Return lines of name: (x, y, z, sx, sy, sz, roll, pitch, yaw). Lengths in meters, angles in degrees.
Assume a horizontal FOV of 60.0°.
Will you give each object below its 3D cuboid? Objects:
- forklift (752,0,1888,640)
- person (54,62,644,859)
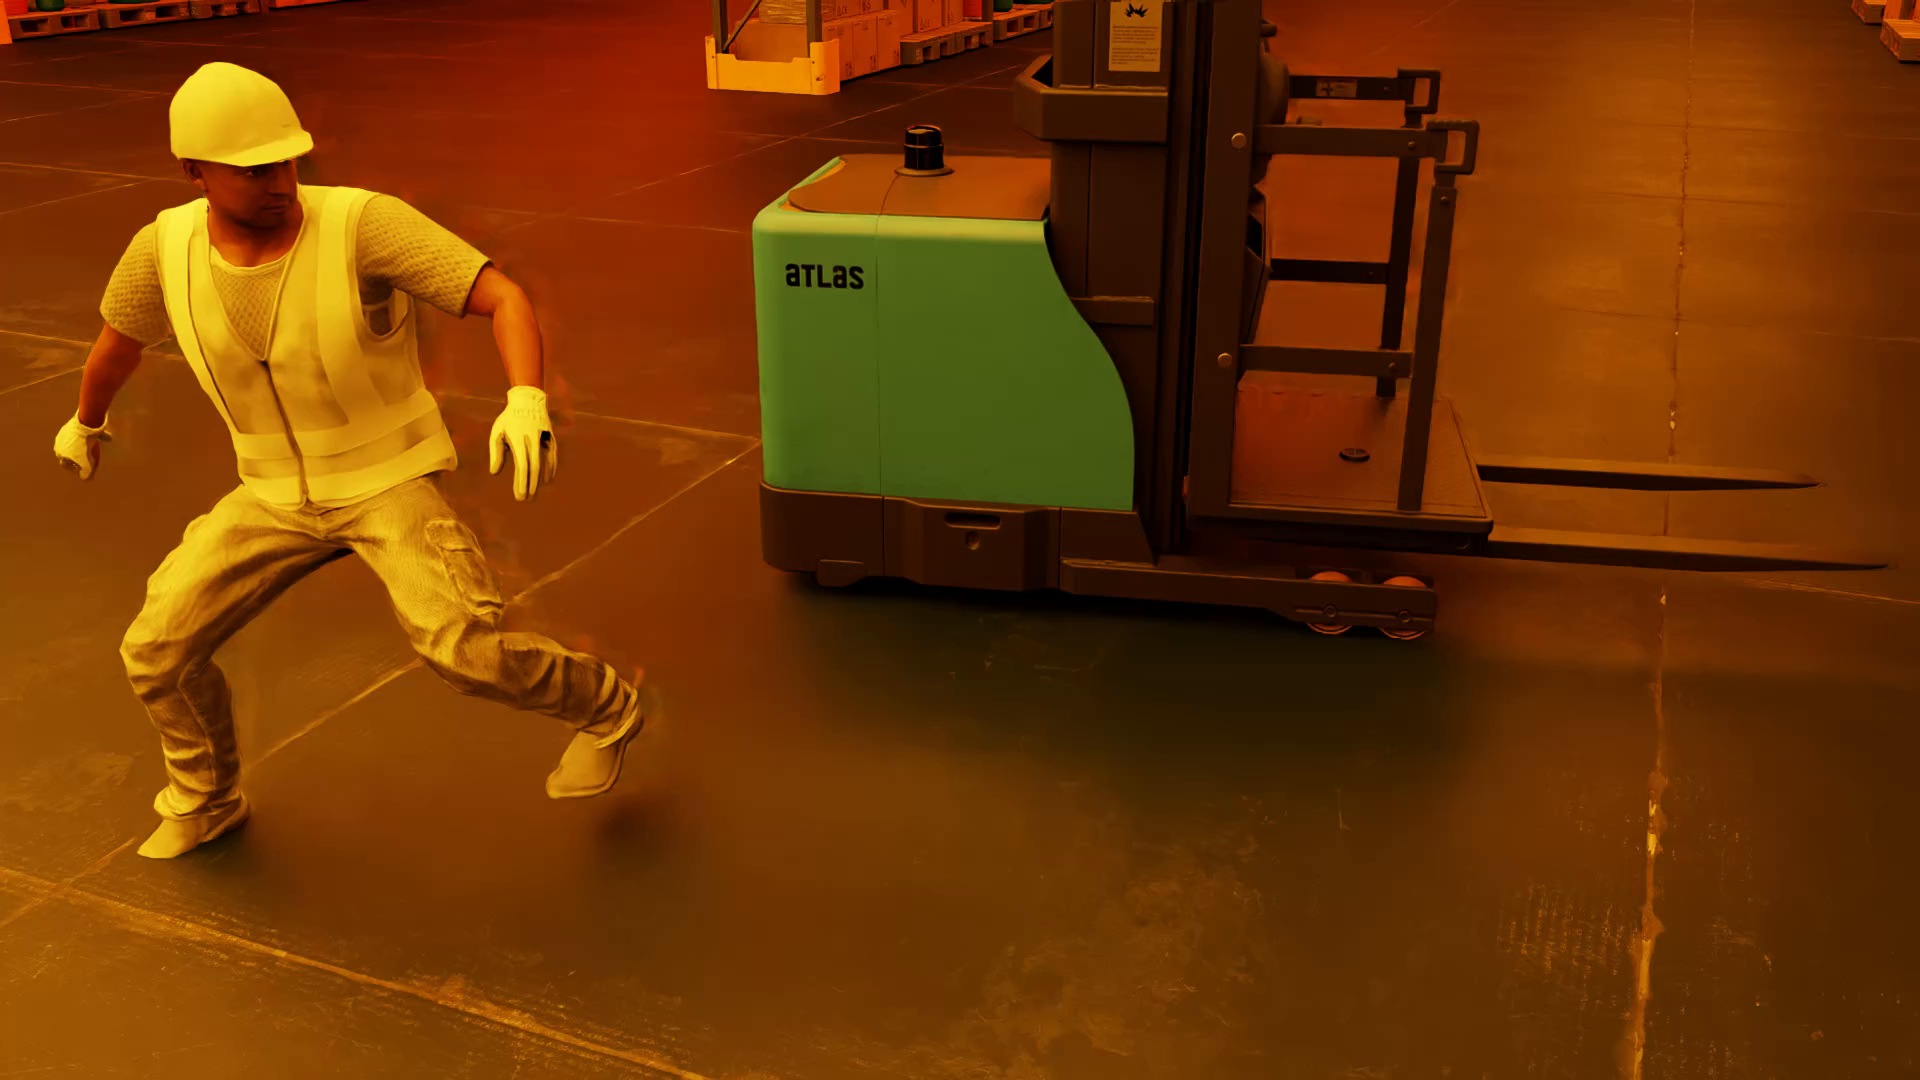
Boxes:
forklift: (0.998, -1.306, 4.417, 3.031, 2.935, 1.130, 4, 23, 9)
person: (-1.326, -0.102, 3.335, 1.237, 1.678, 0.523, 4, 23, 9)
